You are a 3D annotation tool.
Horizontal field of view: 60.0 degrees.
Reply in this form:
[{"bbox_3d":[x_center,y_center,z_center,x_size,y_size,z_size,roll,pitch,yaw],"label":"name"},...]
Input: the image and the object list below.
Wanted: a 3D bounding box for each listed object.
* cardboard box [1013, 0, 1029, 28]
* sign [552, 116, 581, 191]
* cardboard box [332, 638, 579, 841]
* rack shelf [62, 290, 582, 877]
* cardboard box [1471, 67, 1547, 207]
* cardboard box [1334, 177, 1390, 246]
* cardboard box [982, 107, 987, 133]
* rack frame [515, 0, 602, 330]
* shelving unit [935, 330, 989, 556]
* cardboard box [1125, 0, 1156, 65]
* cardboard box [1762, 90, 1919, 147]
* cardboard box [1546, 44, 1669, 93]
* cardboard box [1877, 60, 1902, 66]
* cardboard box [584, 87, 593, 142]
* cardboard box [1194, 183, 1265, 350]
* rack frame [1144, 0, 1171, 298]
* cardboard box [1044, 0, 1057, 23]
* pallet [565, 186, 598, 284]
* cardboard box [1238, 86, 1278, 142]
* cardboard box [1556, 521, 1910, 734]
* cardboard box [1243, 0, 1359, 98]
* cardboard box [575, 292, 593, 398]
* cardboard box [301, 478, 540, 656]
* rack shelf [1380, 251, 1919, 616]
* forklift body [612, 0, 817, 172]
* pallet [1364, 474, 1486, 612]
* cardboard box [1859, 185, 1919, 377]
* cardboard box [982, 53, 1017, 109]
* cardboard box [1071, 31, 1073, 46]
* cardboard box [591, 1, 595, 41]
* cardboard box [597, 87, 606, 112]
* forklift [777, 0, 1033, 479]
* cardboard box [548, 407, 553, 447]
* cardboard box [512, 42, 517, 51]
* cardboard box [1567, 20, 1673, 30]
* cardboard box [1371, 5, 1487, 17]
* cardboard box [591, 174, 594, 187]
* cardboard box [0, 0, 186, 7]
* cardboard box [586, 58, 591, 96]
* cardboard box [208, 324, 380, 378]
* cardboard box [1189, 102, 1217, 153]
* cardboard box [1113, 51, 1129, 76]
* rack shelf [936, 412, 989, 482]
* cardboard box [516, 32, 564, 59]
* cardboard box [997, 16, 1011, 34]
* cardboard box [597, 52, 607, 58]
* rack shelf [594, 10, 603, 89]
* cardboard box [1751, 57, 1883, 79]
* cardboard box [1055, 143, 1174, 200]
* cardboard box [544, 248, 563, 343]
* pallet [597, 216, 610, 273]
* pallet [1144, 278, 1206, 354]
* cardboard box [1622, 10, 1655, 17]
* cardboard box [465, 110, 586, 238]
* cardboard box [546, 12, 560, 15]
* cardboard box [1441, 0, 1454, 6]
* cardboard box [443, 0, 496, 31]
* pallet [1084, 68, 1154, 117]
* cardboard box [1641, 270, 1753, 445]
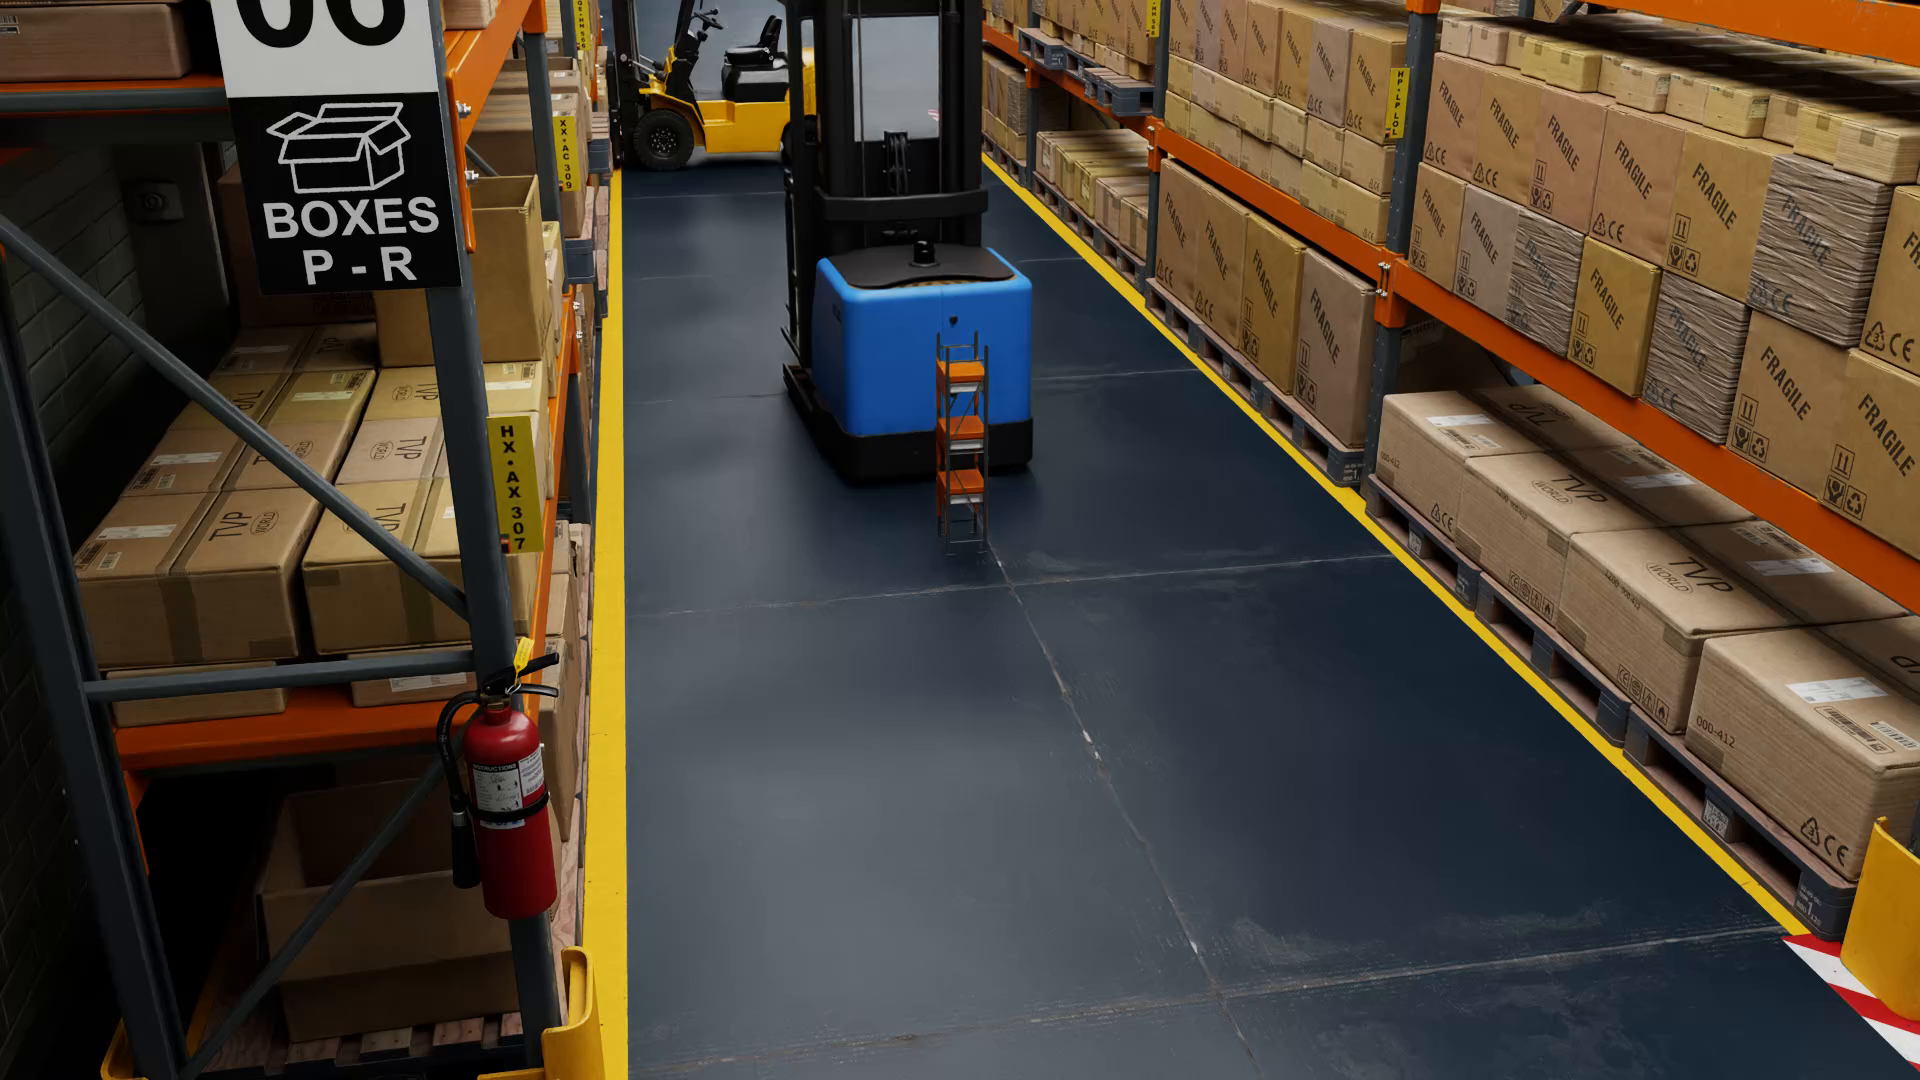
[{"bbox_3d":[0.808,-5.111,15.709,0.500,0.500,0.500,-5,24,-11],"label":"cardboard box"},{"bbox_3d":[-1.732,-1.697,7.307,0.100,0.325,0.005,-4,24,-10],"label":"sign"},{"bbox_3d":[-1.664,0.682,5.538,0.700,0.500,0.500,-3,24,-8],"label":"cardboard box"},{"bbox_3d":[-1.894,-0.141,5.724,1.077,0.370,4.000,-4,24,-10],"label":"rack shelf"},{"bbox_3d":[2.551,-1.726,7.080,0.500,0.500,0.500,-5,24,-10],"label":"cardboard box"},{"bbox_3d":[2.283,-1.715,8.617,0.500,0.250,0.500,-5,24,-11],"label":"cardboard box"},{"bbox_3d":[0.473,-4.526,17.776,0.500,0.250,0.500,-3,24,-6],"label":"cardboard box"},{"bbox_3d":[-3.003,-2.831,10.984,1.000,3.000,0.127,-4,24,-10],"label":"rack frame"},{"bbox_3d":[0.010,-0.460,7.992,0.215,1.050,0.252,-4,24,-10],"label":"shelving unit"},{"bbox_3d":[1.517,-3.732,12.027,0.500,0.500,0.500,-5,24,-11],"label":"cardboard box"},{"bbox_3d":[2.905,-1.384,5.487,0.380,0.149,0.250,-5,24,-10],"label":"cardboard box"},{"bbox_3d":[2.576,-1.878,6.618,0.380,0.149,0.250,-5,24,-11],"label":"cardboard box"},{"bbox_3d":[6.717,-3.403,11.712,0.380,0.149,0.250,-5,24,-11],"label":"cardboard box"},{"bbox_3d":[-2.490,-2.563,10.034,0.500,0.250,0.500,-5,24,-12],"label":"cardboard box"},{"bbox_3d":[2.081,-1.789,10.729,0.875,0.875,0.875,-4,24,-9],"label":"cardboard box"},{"bbox_3d":[1.874,-3.200,11.828,1.000,3.000,0.127,-4,24,-10],"label":"rack frame"},{"bbox_3d":[1.033,-4.745,14.345,0.500,0.500,0.500,-4,24,-10],"label":"cardboard box"},{"bbox_3d":[-2.304,-1.492,8.158,1.003,0.211,1.213,-4,24,-10],"label":"pallet"},{"bbox_3d":[1.981,-2.541,9.884,0.500,0.250,0.500,-4,24,-9],"label":"cardboard box"},{"bbox_3d":[2.956,0.317,6.452,0.875,0.438,0.875,-4,24,-8],"label":"cardboard box"},{"bbox_3d":[1.997,-2.894,9.754,0.500,0.500,0.500,-4,24,-9],"label":"cardboard box"},{"bbox_3d":[-2.418,-1.121,9.667,0.500,0.500,0.500,-5,24,-12],"label":"cardboard box"},{"bbox_3d":[-1.343,0.050,4.203,0.500,0.250,0.500,-4,24,-9],"label":"cardboard box"},{"bbox_3d":[2.984,-0.510,6.568,1.077,0.370,4.000,-4,24,-10],"label":"rack shelf"},{"bbox_3d":[-2.339,-4.978,16.960,2.313,2.155,1.214,-4,24,-10],"label":"forklift body"},{"bbox_3d":[2.678,-0.043,8.086,1.003,0.211,1.213,-4,24,-10],"label":"pallet"},{"bbox_3d":[3.031,-0.729,4.797,0.500,0.500,0.500,-4,24,-8],"label":"cardboard box"},{"bbox_3d":[0.463,-4.872,17.631,0.500,0.500,0.500,-4,24,-9],"label":"cardboard box"},{"bbox_3d":[1.142,-4.203,13.915,0.380,0.149,0.250,-4,24,-9],"label":"cardboard box"},{"bbox_3d":[-3.681,-4.847,15.476,0.500,0.500,0.500,-4,24,-9],"label":"cardboard box"},{"bbox_3d":[-3.524,-4.008,15.341,0.500,0.250,0.500,-5,24,-11],"label":"cardboard box"},{"bbox_3d":[-0.477,-2.231,9.697,1.130,2.935,3.031,-6,24,-14],"label":"forklift"},{"bbox_3d":[-1.573,-0.331,5.574,0.380,0.149,0.250,-4,24,-9],"label":"cardboard box"},{"bbox_3d":[-2.936,-3.381,11.806,0.500,0.250,0.500,-4,24,-8],"label":"cardboard box"},{"bbox_3d":[2.926,-2.218,7.396,0.380,0.149,0.250,-4,24,-8],"label":"cardboard box"},{"bbox_3d":[2.604,-2.720,9.356,0.500,0.500,0.500,-5,24,-11],"label":"cardboard box"},{"bbox_3d":[-3.499,-2.998,13.809,0.875,0.625,0.625,-5,24,-10],"label":"cardboard box"},{"bbox_3d":[-1.873,-1.281,3.503,0.500,0.250,0.500,-5,24,-11],"label":"cardboard box"},{"bbox_3d":[-3.129,-3.559,12.839,0.500,0.250,0.500,-4,24,-8],"label":"cardboard box"},{"bbox_3d":[-2.147,-0.517,5.501,0.500,0.250,0.500,-4,24,-10],"label":"cardboard box"},{"bbox_3d":[1.830,-2.719,10.915,0.500,0.250,0.500,-5,24,-11],"label":"cardboard box"},{"bbox_3d":[1.371,-3.584,12.498,0.380,0.149,0.250,-5,24,-10],"label":"cardboard box"},{"bbox_3d":[0.010,-0.450,7.996,0.215,0.259,0.240,-4,24,-10],"label":"rack shelf"},{"bbox_3d":[-2.773,-3.321,11.171,0.380,0.149,0.250,-4,24,-8],"label":"cardboard box"},{"bbox_3d":[0.585,-5.161,16.633,0.380,0.149,0.250,-5,24,-11],"label":"cardboard box"},{"bbox_3d":[-3.991,-5.010,17.634,0.500,0.250,0.500,-4,24,-9],"label":"cardboard box"},{"bbox_3d":[-4.113,-4.861,16.531,1.077,0.370,4.000,-4,24,-10],"label":"rack shelf"},{"bbox_3d":[3.218,-1.727,6.271,0.380,0.149,0.250,-4,24,-10],"label":"cardboard box"},{"bbox_3d":[1.370,-3.272,14.754,0.950,0.372,0.625,-3,24,-6],"label":"cardboard box"},{"bbox_3d":[-1.822,-0.947,6.486,0.500,0.250,0.500,-4,24,-10],"label":"cardboard box"},{"bbox_3d":[-3.339,-2.358,13.386,1.003,0.211,1.213,-4,24,-10],"label":"pallet"},{"bbox_3d":[1.946,-1.606,11.663,1.003,0.211,1.213,-4,24,-10],"label":"pallet"},{"bbox_3d":[6.091,-4.403,14.459,0.500,0.500,0.500,-4,24,-9],"label":"cardboard box"},{"bbox_3d":[-2.133,-1.702,7.751,0.700,0.500,0.500,-4,24,-8],"label":"cardboard box"},{"bbox_3d":[-3.022,-3.828,12.331,0.380,0.149,0.250,-4,24,-9],"label":"cardboard box"},{"bbox_3d":[5.596,-6.029,18.119,0.875,0.550,0.500,-4,24,-10],"label":"cardboard box"},{"bbox_3d":[-1.404,-1.395,4.263,0.380,0.149,0.250,-4,24,-9],"label":"cardboard box"},{"bbox_3d":[1.638,-3.384,12.490,1.213,0.211,1.003,-4,24,-10],"label":"pallet"},{"bbox_3d":[2.822,-0.669,5.909,0.500,0.500,0.500,-4,24,-8],"label":"cardboard box"}]
